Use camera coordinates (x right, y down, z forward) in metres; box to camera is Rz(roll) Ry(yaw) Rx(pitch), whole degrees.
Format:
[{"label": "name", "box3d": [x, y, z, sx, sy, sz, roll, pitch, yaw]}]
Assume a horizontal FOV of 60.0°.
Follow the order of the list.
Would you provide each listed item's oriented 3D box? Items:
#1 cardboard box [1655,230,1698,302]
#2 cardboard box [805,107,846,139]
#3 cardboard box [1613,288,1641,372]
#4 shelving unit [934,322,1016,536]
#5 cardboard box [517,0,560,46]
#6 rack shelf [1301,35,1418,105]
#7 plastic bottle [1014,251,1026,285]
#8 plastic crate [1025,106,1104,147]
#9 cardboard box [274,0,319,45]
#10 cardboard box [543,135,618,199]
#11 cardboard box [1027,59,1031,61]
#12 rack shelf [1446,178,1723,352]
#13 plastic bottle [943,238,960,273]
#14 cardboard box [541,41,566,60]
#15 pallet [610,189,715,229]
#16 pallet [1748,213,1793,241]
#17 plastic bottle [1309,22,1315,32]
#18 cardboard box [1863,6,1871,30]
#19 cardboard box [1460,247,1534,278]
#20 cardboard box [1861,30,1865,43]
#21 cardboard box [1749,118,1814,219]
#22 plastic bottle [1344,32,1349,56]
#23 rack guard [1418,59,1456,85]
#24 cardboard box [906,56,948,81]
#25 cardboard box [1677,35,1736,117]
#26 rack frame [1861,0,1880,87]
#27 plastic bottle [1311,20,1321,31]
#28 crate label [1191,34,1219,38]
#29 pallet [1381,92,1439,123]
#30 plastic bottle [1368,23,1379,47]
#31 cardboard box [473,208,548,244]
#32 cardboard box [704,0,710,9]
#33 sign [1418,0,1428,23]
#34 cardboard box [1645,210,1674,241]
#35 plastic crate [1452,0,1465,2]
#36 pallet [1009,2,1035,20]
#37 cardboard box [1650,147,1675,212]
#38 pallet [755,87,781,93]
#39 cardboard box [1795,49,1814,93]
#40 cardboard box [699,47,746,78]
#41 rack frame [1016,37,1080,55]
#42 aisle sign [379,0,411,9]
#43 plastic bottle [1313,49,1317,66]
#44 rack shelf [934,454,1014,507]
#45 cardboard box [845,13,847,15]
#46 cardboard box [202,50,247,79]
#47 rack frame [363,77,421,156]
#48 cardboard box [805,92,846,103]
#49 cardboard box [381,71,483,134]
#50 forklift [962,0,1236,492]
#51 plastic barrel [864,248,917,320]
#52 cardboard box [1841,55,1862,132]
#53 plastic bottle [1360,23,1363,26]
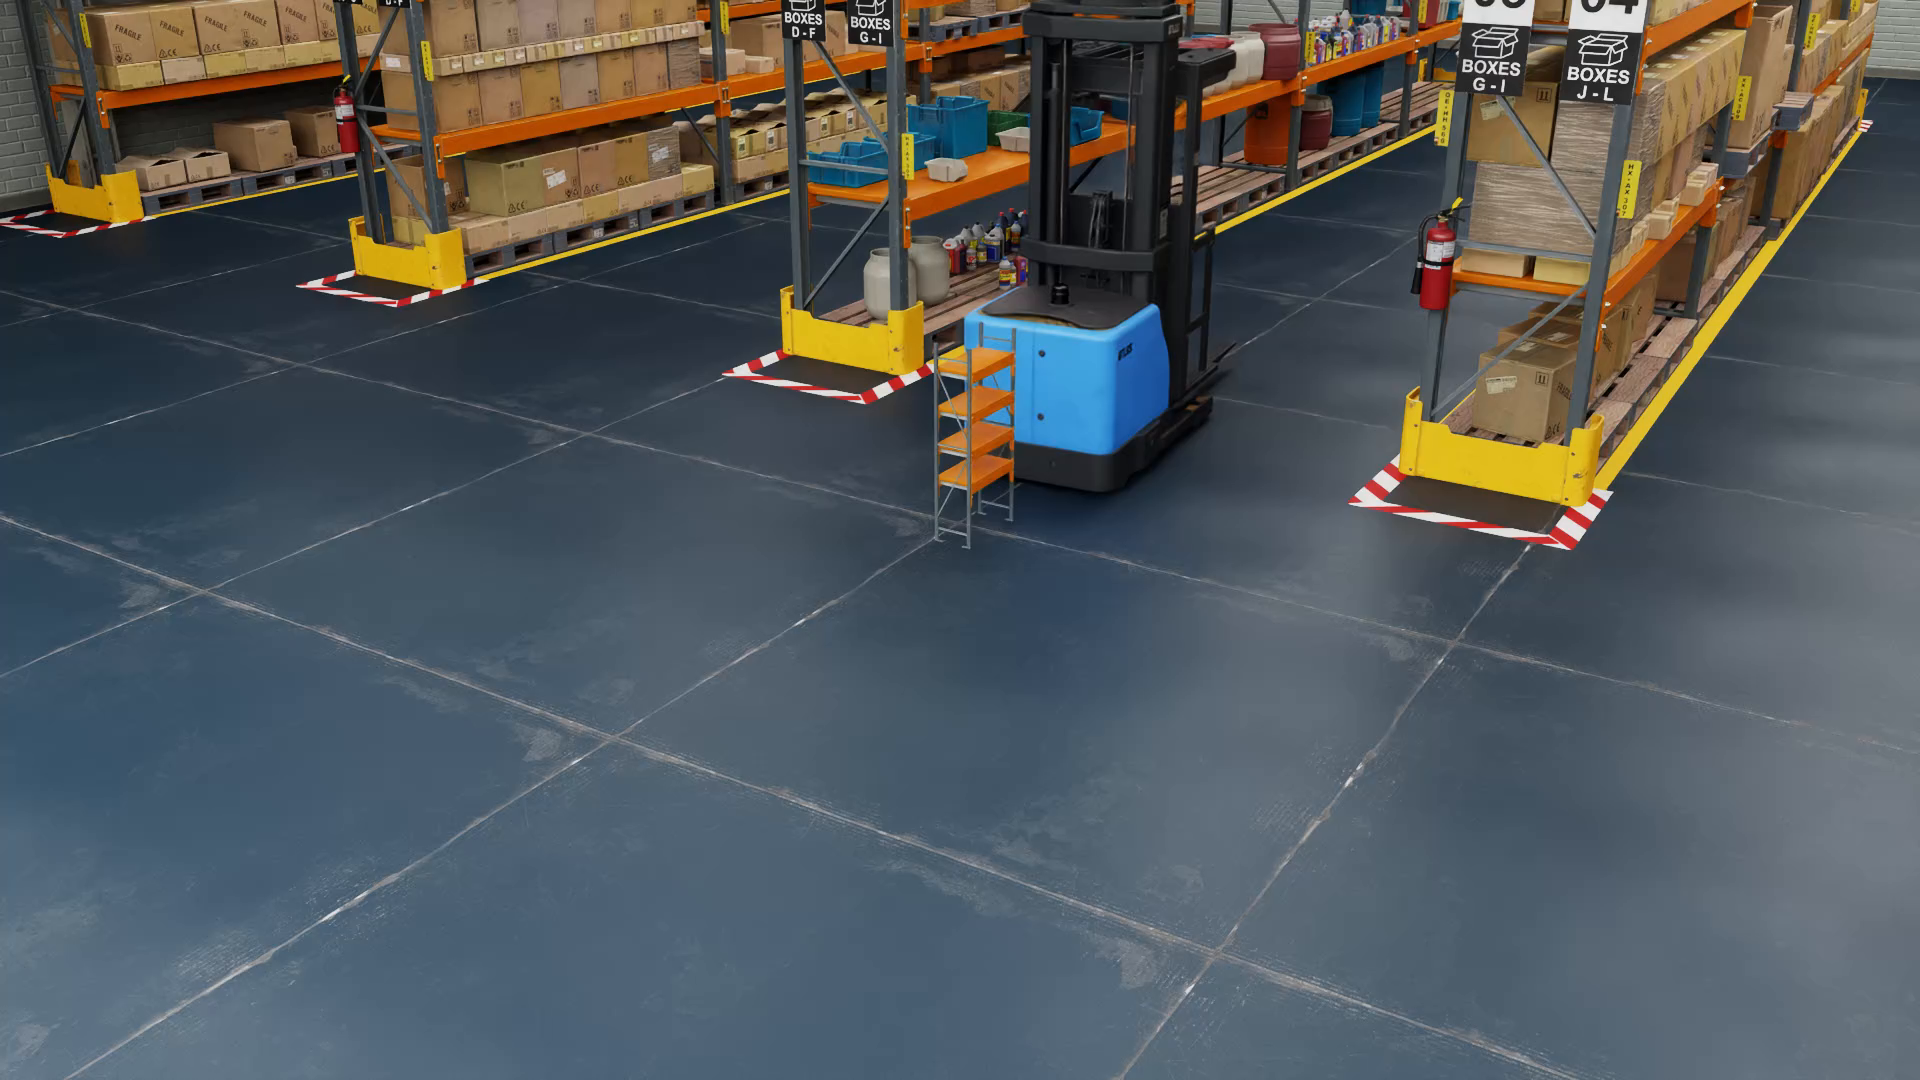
[{"label": "cardboard box", "box3d": [5.818, -2.333, 13.955, 0.700, 0.500, 0.500, 12, 26, 25]}, {"label": "cardboard box", "box3d": [-1.699, -4.947, 19.628, 0.500, 0.311, 0.500, 15, 27, 30]}, {"label": "cardboard box", "box3d": [4.674, -1.573, 12.226, 0.500, 0.500, 0.500, 11, 26, 24]}, {"label": "shelving unit", "box3d": [0.088, -0.607, 9.642, 0.258, 1.200, 0.499, 14, 27, 29]}, {"label": "cardboard box", "box3d": [-4.225, -4.965, 15.685, 0.700, 0.500, 0.500, 14, 27, 29]}, {"label": "rack shelf", "box3d": [4.433, -5.808, 20.296, 1.077, 0.370, 4.000, 14, 27, 29]}, {"label": "plastic bottle", "box3d": [0.514, -2.337, 14.239, 0.061, 0.283, 0.133, 14, 27, 30]}, {"label": "plastic crate", "box3d": [0.915, -3.614, 14.510, 0.499, 0.251, 0.616, 14, 27, 29]}, {"label": "cardboard box", "box3d": [-7.669, -5.912, 18.850, 0.500, 0.500, 0.500, 13, 27, 27]}, {"label": "cardboard box", "box3d": [-3.783, -3.717, 16.550, 0.500, 0.500, 0.500, 14, 27, 29]}, {"label": "cardboard box", "box3d": [1.265, -6.681, 23.999, 0.500, 0.500, 0.500, 14, 27, 29]}, {"label": "rack shelf", "box3d": [4.421, -2.070, 11.661, 1.077, 0.370, 4.000, 14, 27, 29]}, {"label": "plastic bottle", "box3d": [-0.090, -2.506, 14.638, 0.152, 0.276, 0.135, 14, 27, 29]}, {"label": "cardboard box", "box3d": [-3.981, -4.668, 15.815, 0.380, 0.149, 0.250, 13, 27, 28]}, {"label": "pallet", "box3d": [-3.394, -3.613, 17.830, 1.003, 0.211, 1.213, 14, 27, 29]}, {"label": "pallet", "box3d": [8.065, -3.396, 17.328, 1.003, 0.211, 1.213, 14, 27, 29]}, {"label": "plastic bottle", "box3d": [4.309, -6.289, 20.658, 0.152, 0.276, 0.135, 14, 27, 29]}, {"label": "cardboard box", "box3d": [11.239, -6.631, 21.106, 0.500, 0.250, 0.500, 13, 27, 27]}, {"label": "cardboard box", "box3d": [3.341, -1.749, 10.331, 0.380, 0.149, 0.250, 14, 27, 29]}, {"label": "cardboard box", "box3d": [11.223, -6.388, 21.047, 0.380, 0.149, 0.250, 14, 27, 29]}, {"label": "cardboard box", "box3d": [7.967, -3.871, 17.063, 1.225, 0.875, 0.875, 12, 26, 27]}, {"label": "plastic bottle", "box3d": [4.574, -5.905, 19.778, 0.097, 0.271, 0.097, 0, 23, 0]}, {"label": "rack guard", "box3d": [7.599, -7.027, 25.352, 1.175, 0.500, 0.348, 14, 27, 29]}, {"label": "cardboard box", "box3d": [-0.509, -6.286, 22.143, 0.500, 0.250, 0.500, 15, 28, 31]}, {"label": "cardboard box", "box3d": [5.209, -3.338, 11.925, 0.500, 0.500, 0.500, 14, 27, 29]}, {"label": "rack frame", "box3d": [11.805, -7.125, 22.433, 1.000, 3.000, 0.127, 14, 27, 29]}, {"label": "plastic bottle", "box3d": [4.431, -6.367, 20.839, 0.152, 0.276, 0.135, 14, 27, 29]}, {"label": "crate label", "box3d": [2.624, -5.201, 17.943, 0.502, 0.435, 0.616, 14, 27, 29]}, {"label": "pallet", "box3d": [6.485, -6.203, 23.813, 1.003, 0.211, 1.213, 14, 27, 29]}, {"label": "plastic bottle", "box3d": [5.096, -6.262, 20.595, 0.152, 0.276, 0.135, 14, 27, 29]}, {"label": "cardboard box", "box3d": [-4.316, -3.037, 15.922, 0.500, 0.250, 0.500, 14, 27, 29]}, {"label": "cardboard box", "box3d": [-3.869, -8.016, 24.781, 0.380, 0.149, 0.250, 14, 27, 29]}, {"label": "sign", "box3d": [5.954, -6.824, 21.390, 0.100, 0.325, 0.005, 14, 27, 29]}, {"label": "cardboard box", "box3d": [4.592, -2.142, 11.238, 0.380, 0.149, 0.250, 14, 27, 29]}, {"label": "plastic crate", "box3d": [7.321, -7.756, 24.148, 0.396, 0.136, 0.243, 14, 27, 29]}, {"label": "pallet", "box3d": [0.767, -7.517, 23.581, 1.003, 0.211, 1.213, 14, 27, 29]}, {"label": "cardboard box", "box3d": [4.415, -2.607, 11.497, 0.875, 0.500, 0.500, 14, 27, 29]}, {"label": "pallet", "box3d": [-3.272, -7.333, 26.424, 1.003, 0.211, 1.213, 14, 27, 29]}, {"label": "cardboard box", "box3d": [8.073, -4.578, 16.423, 0.500, 0.500, 0.500, 15, 27, 30]}, {"label": "cardboard box", "box3d": [-2.716, -5.259, 18.311, 0.500, 0.250, 0.500, 16, 28, 32]}, {"label": "rack frame", "box3d": [1.281, -7.852, 24.113, 1.000, 3.000, 0.127, 14, 27, 29]}, {"label": "aisle sign", "box3d": [-4.823, -4.909, 14.041, 0.394, 0.787, 0.004, 14, 27, 29]}, {"label": "plastic bottle", "box3d": [4.016, -5.516, 18.967, 0.097, 0.201, 0.097, 0, 23, 0]}, {"label": "rack shelf", "box3d": [0.087, -0.363, 9.746, 0.258, 0.148, 0.480, 14, 27, 29]}, {"label": "cardboard box", "box3d": [-2.008, -8.896, 28.325, 0.380, 0.149, 0.250, 13, 27, 28]}, {"label": "cardboard box", "box3d": [-8.196, -5.227, 18.211, 0.500, 0.250, 0.500, 13, 27, 28]}, {"label": "rack frame", "box3d": [-7.149, -6.189, 20.271, 1.000, 3.000, 0.127, 14, 27, 29]}, {"label": "cardboard box", "box3d": [-1.624, -5.396, 20.666, 0.500, 0.311, 0.500, 13, 27, 28]}, {"label": "cardboard box", "box3d": [-4.791, -4.003, 15.095, 0.700, 0.500, 0.500, 14, 27, 29]}, {"label": "forklift", "box3d": [9.850, -1.179, 8.783, 18.991, 2.935, 6.386, 11, 26, 25]}, {"label": "plastic barrel", "box3d": [-0.560, -2.052, 13.318, 0.421, 0.512, 0.421, 0, 23, 0]}, {"label": "cardboard box", "box3d": [11.056, -5.803, 21.525, 0.875, 0.875, 0.875, 14, 27, 29]}, {"label": "plastic bottle", "box3d": [4.980, -6.280, 20.642, 0.097, 0.271, 0.097, 0, 23, 0]}]
